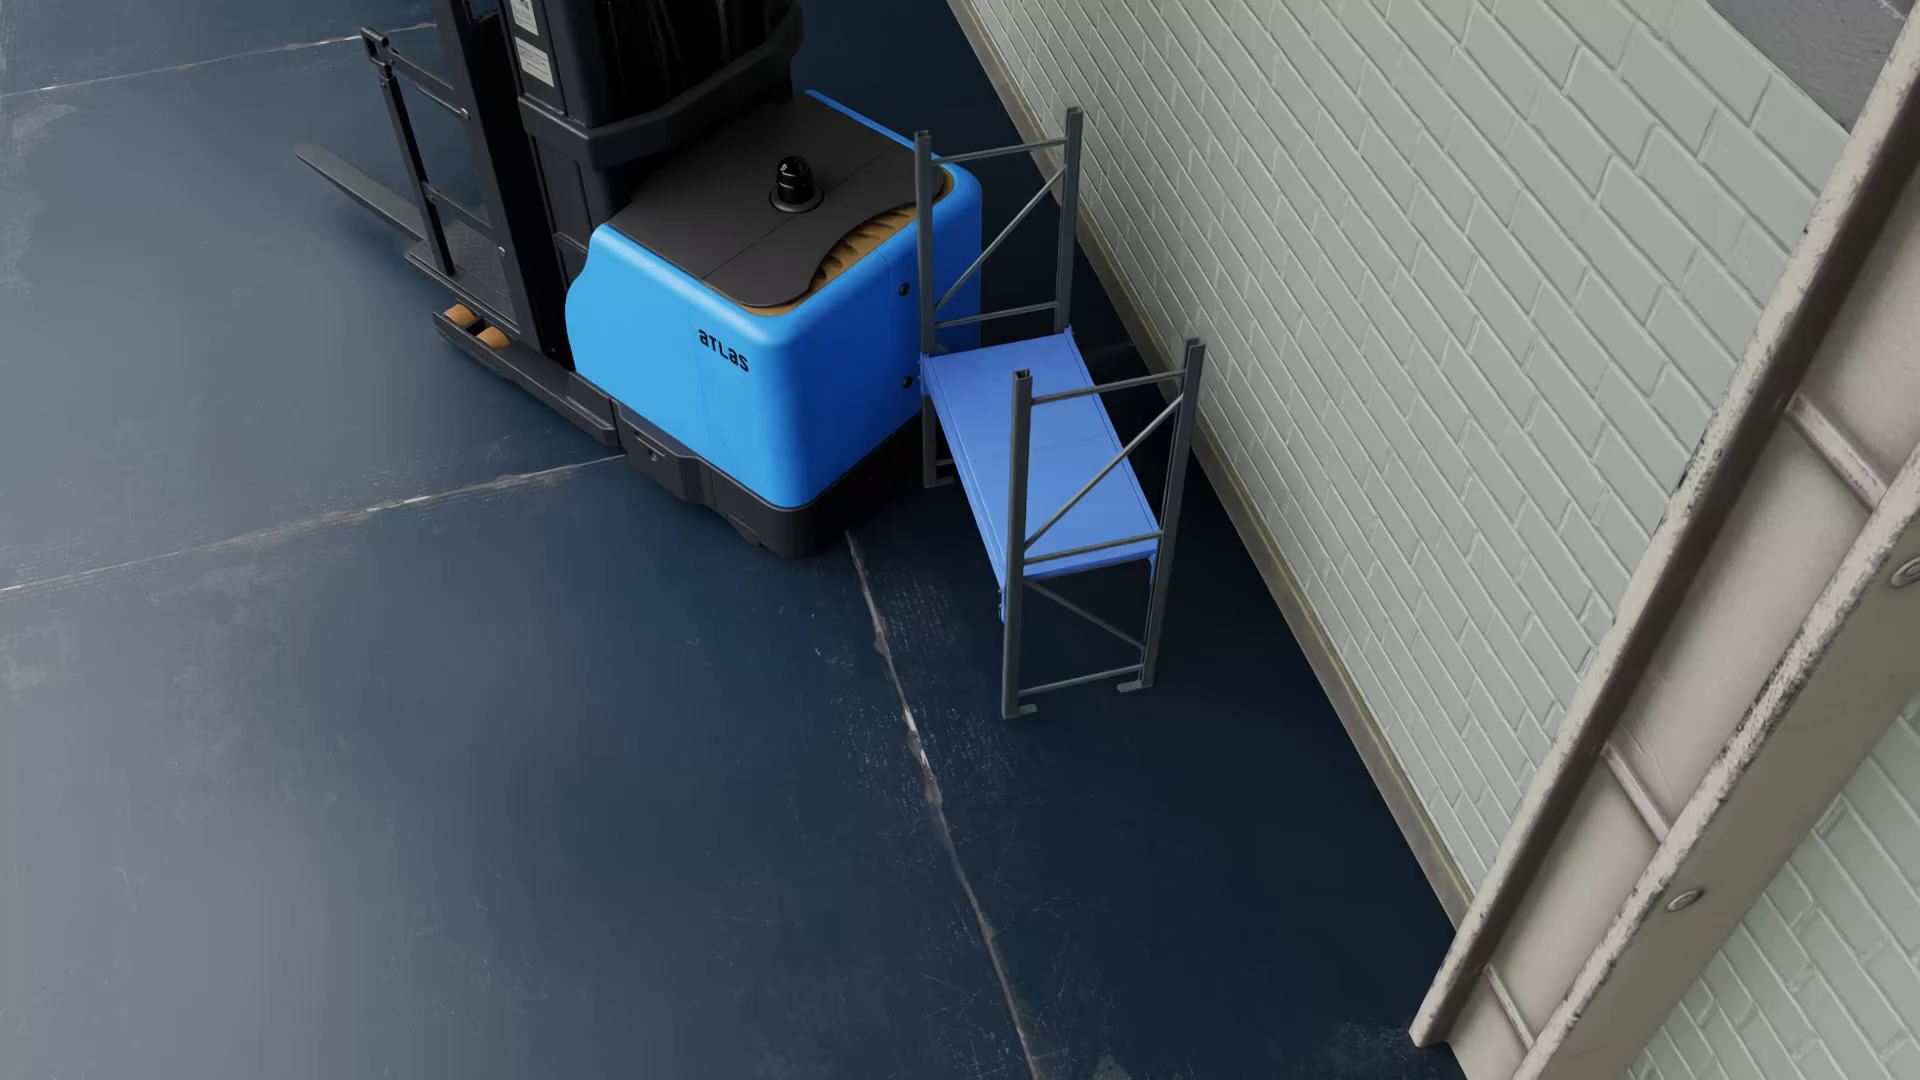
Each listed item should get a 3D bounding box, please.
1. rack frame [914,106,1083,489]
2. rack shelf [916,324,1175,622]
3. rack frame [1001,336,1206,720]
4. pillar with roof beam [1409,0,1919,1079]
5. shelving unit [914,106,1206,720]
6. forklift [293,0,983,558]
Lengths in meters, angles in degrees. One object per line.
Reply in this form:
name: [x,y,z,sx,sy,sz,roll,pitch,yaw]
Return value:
rack frame: [0.114,-0.725,5.380,0.500,1.500,0.032,-12,51,-10]
rack shelf: [0.246,-0.234,5.201,0.538,0.185,1.000,-12,51,-10]
rack frame: [0.377,0.026,4.747,0.500,1.500,0.032,-12,51,-10]
pillar with roof beam: [-2.666,-0.462,0.254,9.100,9.000,0.400,-13,51,-11]
shelving unit: [0.246,-0.349,5.064,0.538,1.500,1.048,-12,51,-10]
forklift: [-1.364,-1.858,5.399,3.031,2.935,1.130,33,57,25]
